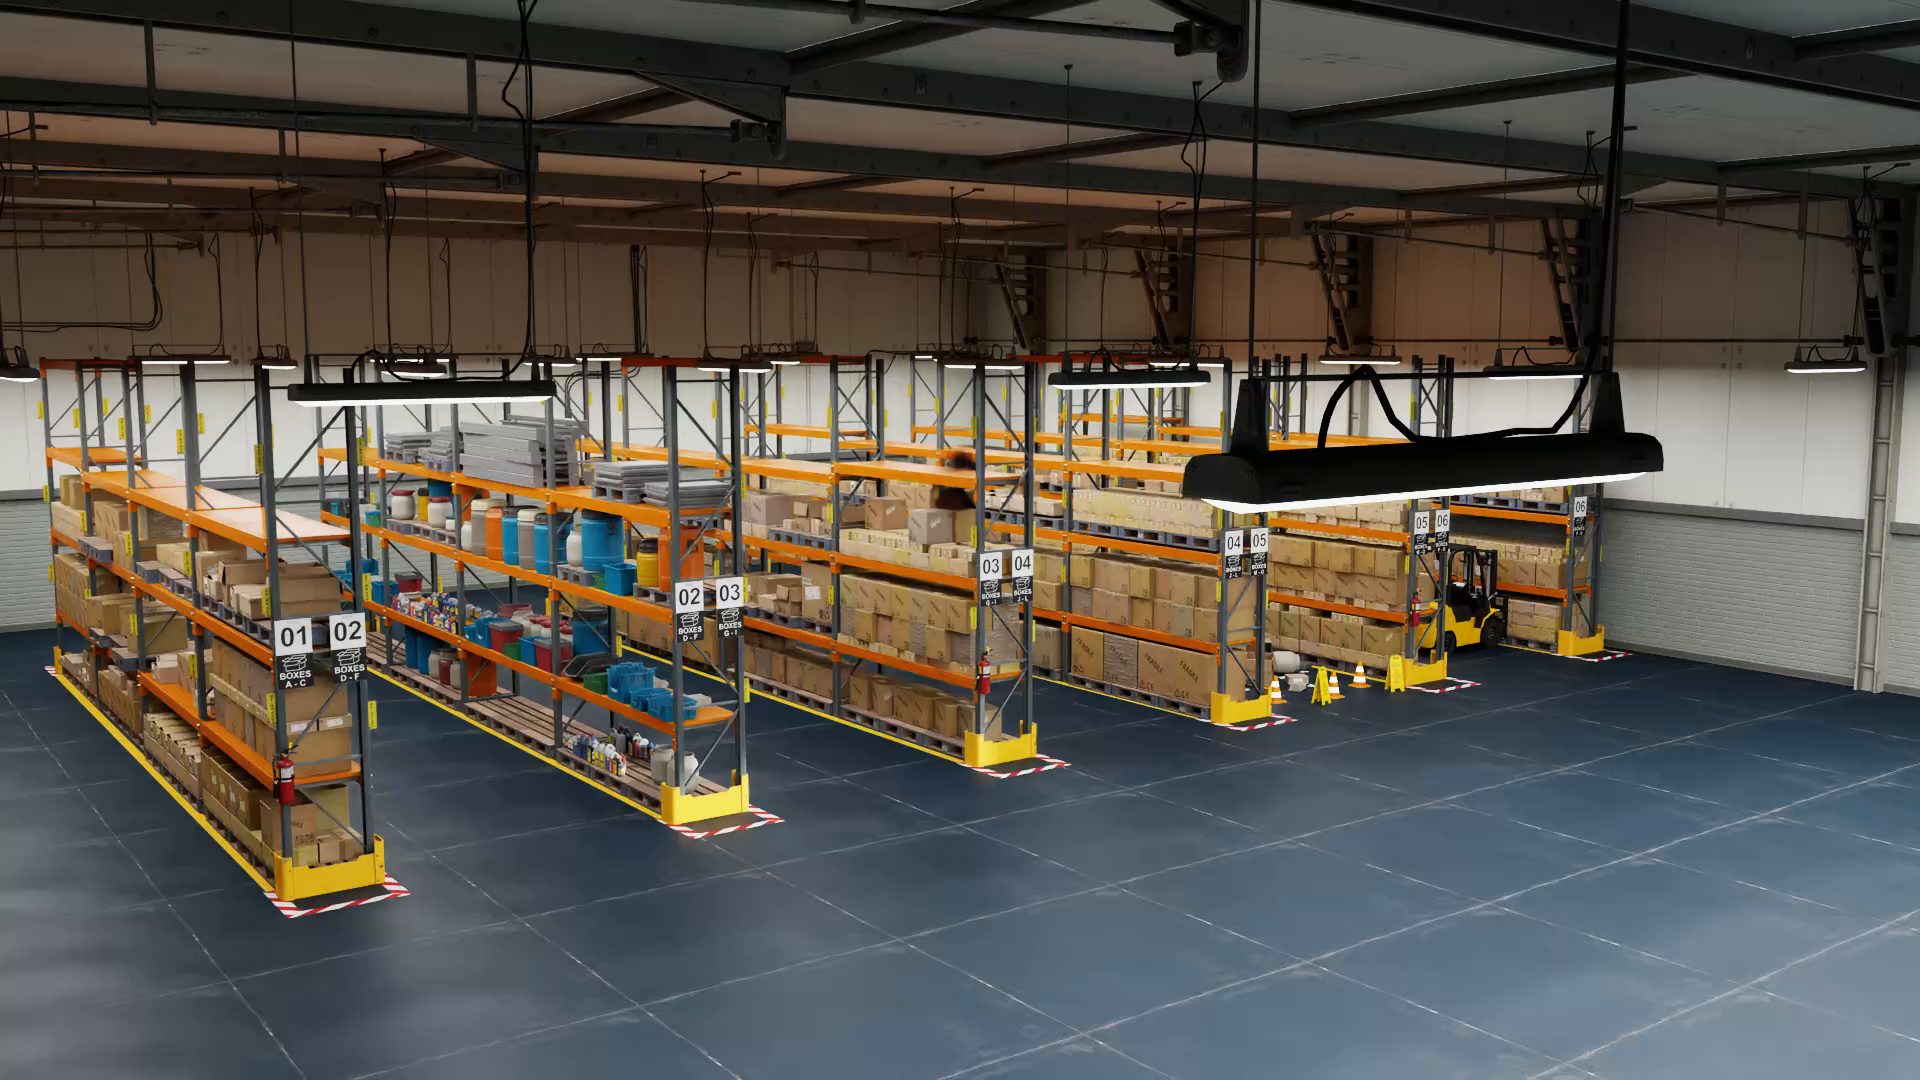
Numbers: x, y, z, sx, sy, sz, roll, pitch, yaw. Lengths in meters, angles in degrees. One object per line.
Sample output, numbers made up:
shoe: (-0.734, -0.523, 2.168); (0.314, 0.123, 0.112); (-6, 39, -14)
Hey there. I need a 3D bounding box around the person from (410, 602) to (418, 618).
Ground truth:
person: (-2.196, 1.369, 34.447); (17.294, 1.691, 3.622); (-6, 9, -39)
